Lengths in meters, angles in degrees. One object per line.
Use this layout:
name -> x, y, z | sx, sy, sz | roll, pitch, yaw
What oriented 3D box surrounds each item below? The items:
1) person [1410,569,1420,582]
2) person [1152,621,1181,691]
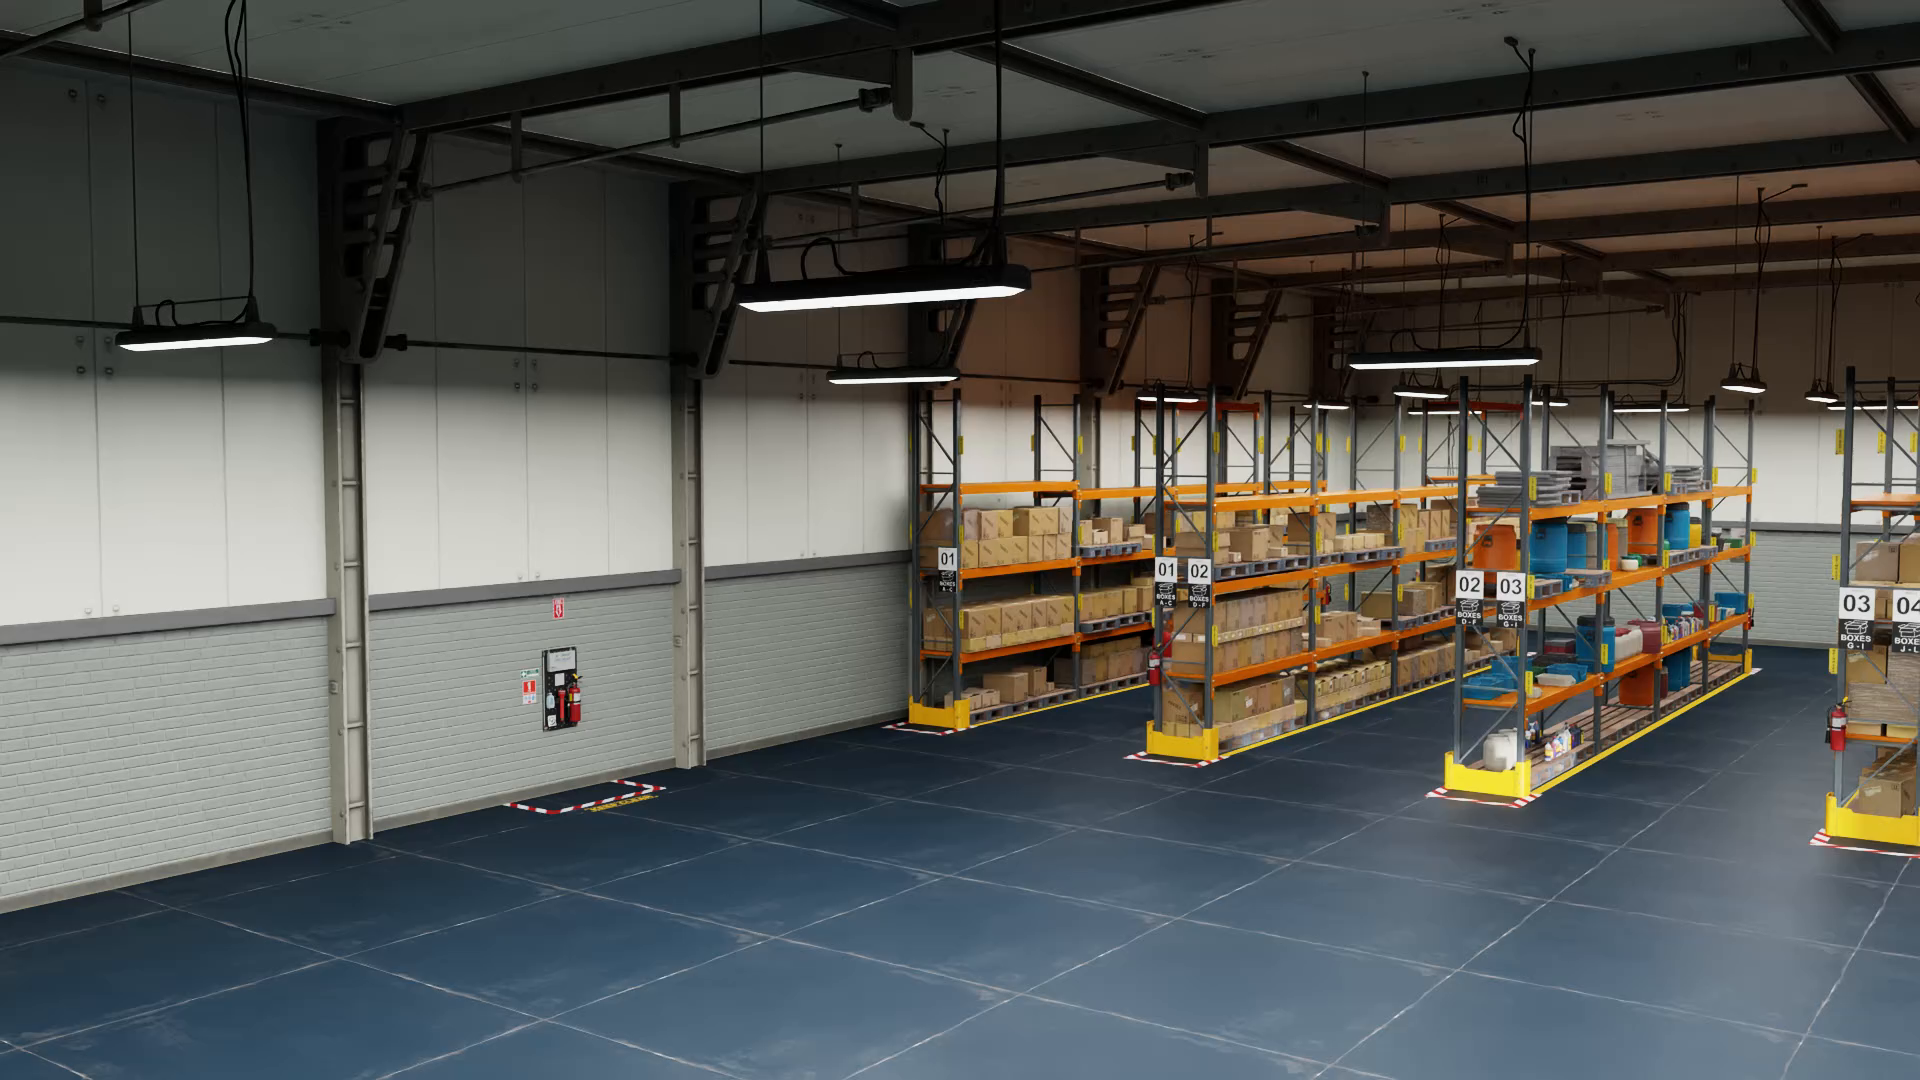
person -> 12.277, 1.610, 44.596 | 0.528, 1.694, 0.855 | -1, 3, -14
person -> 3.842, 2.376, 31.010 | 0.597, 1.723, 0.529 | 2, 4, 32
